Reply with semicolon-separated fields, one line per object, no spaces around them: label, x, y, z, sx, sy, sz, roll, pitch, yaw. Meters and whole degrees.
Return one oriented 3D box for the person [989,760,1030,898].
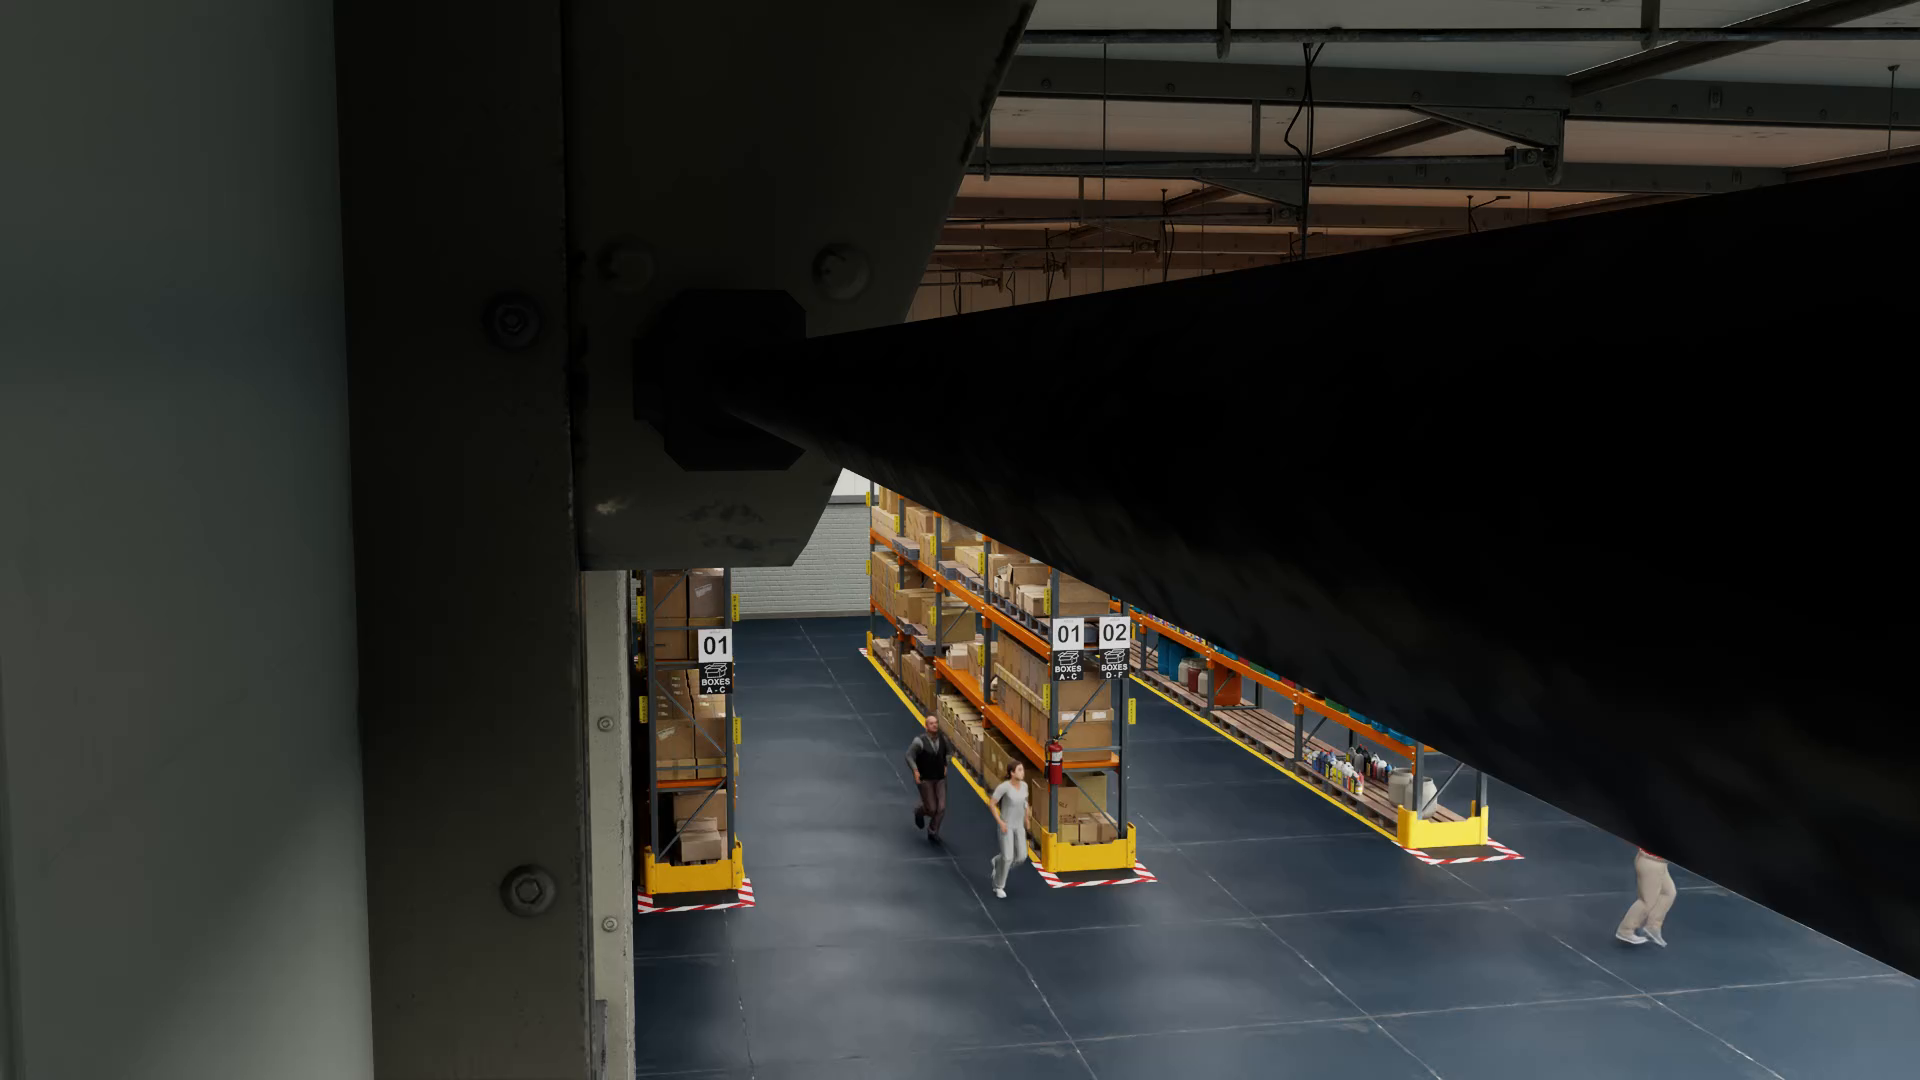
person;0.614;3.448;20.061;0.608;1.609;0.553;-4;7;-33

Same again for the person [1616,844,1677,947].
person;7.544;3.600;18.100;0.727;1.781;0.640;1;6;14

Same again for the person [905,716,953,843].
person;-0.393;3.180;22.223;0.671;1.679;0.597;-3;7;-26
